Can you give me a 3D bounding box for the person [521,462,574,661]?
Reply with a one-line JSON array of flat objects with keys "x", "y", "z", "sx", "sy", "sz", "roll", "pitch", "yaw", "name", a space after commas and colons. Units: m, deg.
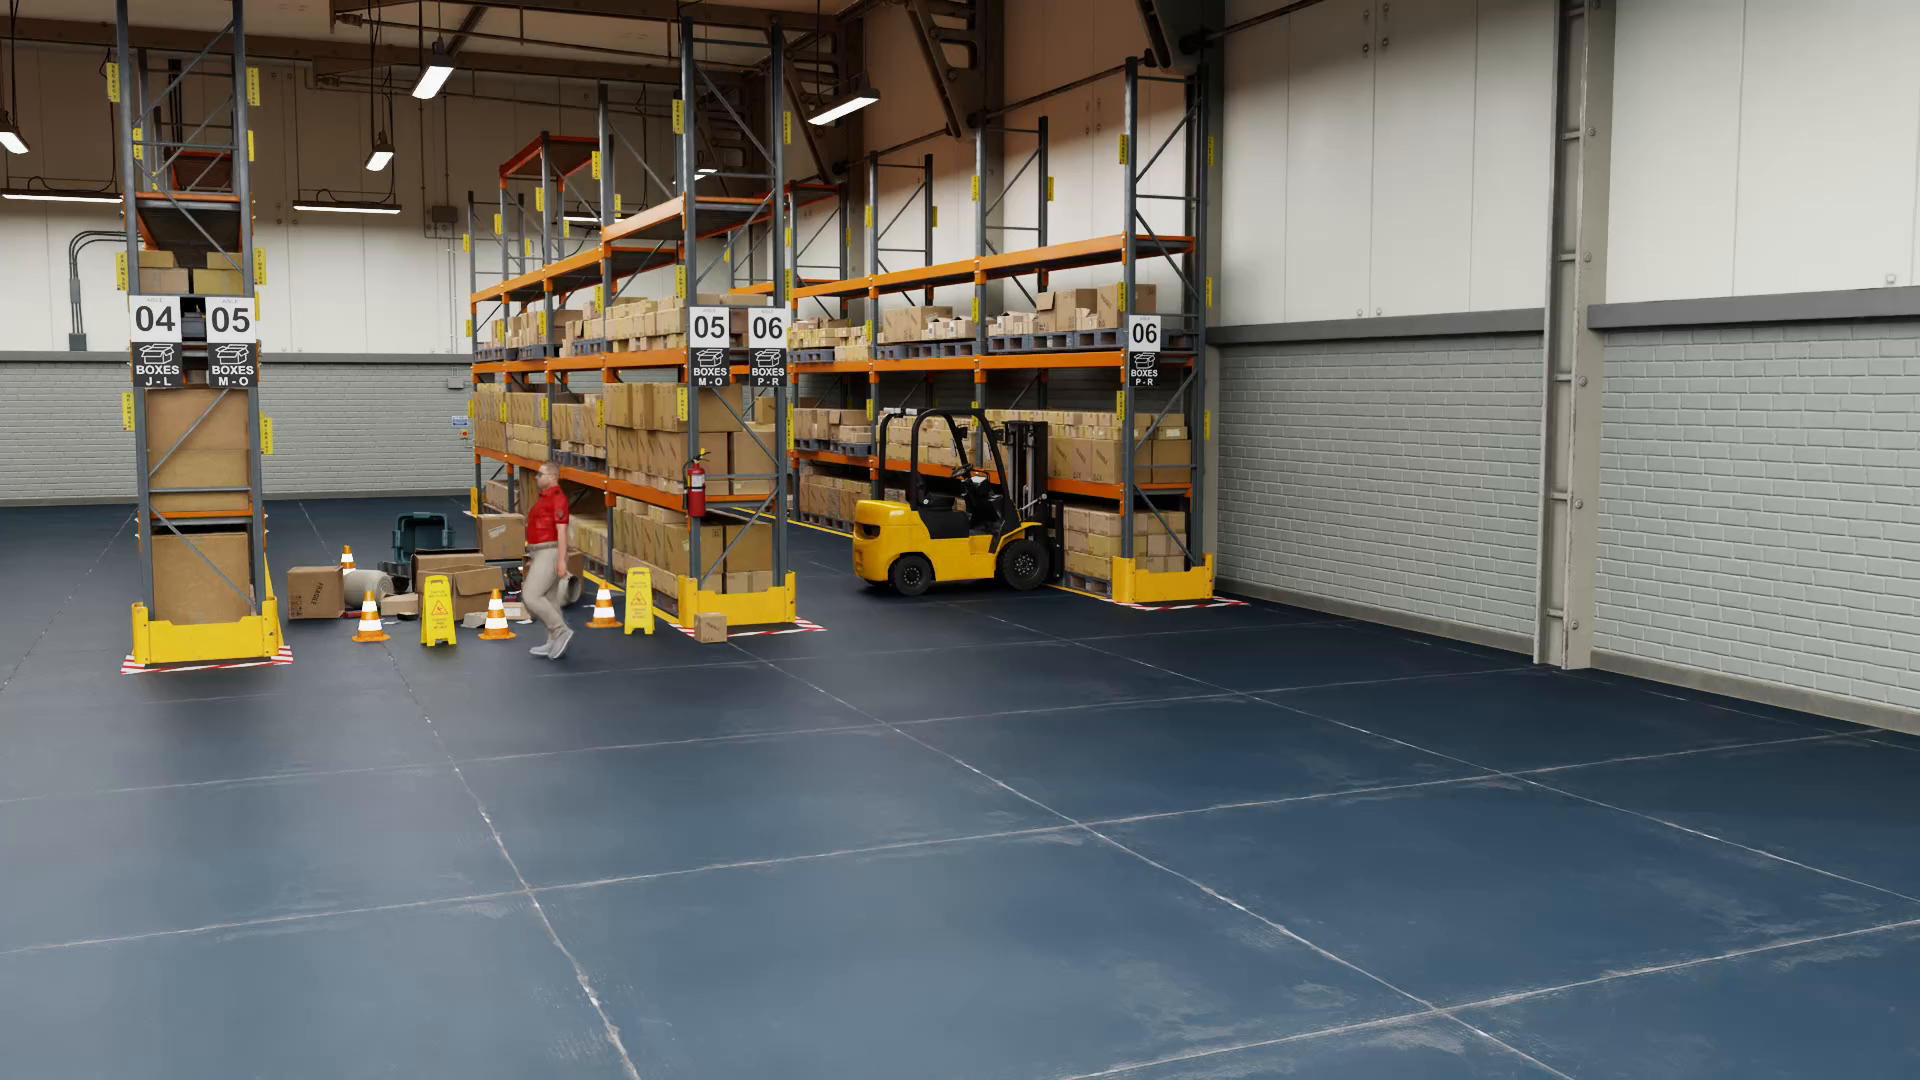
[{"x": -3.696, "y": 0.188, "z": 14.772, "sx": 0.452, "sy": 1.753, "sz": 0.554, "roll": -2, "pitch": 6, "yaw": -24, "name": "person"}]
